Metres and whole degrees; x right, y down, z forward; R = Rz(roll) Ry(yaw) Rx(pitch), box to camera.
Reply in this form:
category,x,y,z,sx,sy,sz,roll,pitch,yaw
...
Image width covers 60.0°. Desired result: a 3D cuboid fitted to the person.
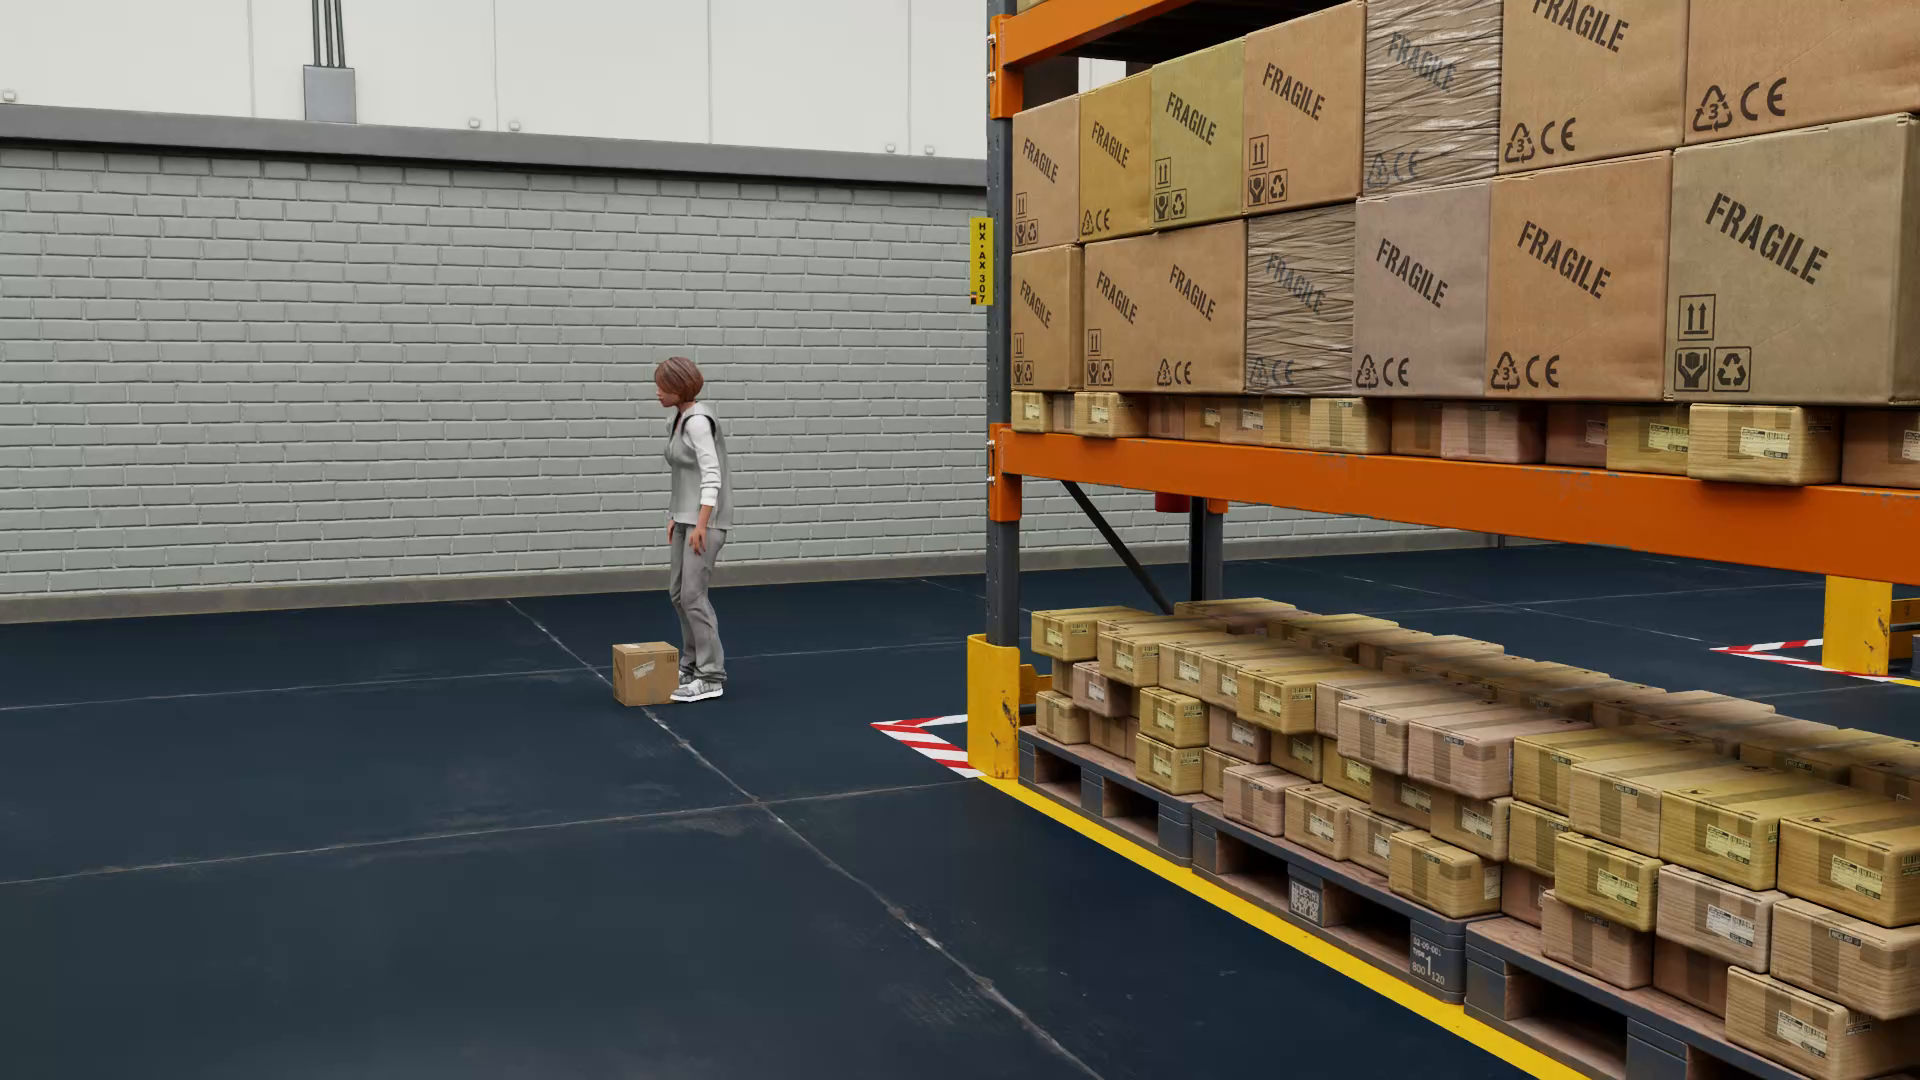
category,x,y,z,sx,sy,sz,roll,pitch,yaw
person,-1.250,-0.050,7.783,0.350,1.581,0.473,-3,6,-25
